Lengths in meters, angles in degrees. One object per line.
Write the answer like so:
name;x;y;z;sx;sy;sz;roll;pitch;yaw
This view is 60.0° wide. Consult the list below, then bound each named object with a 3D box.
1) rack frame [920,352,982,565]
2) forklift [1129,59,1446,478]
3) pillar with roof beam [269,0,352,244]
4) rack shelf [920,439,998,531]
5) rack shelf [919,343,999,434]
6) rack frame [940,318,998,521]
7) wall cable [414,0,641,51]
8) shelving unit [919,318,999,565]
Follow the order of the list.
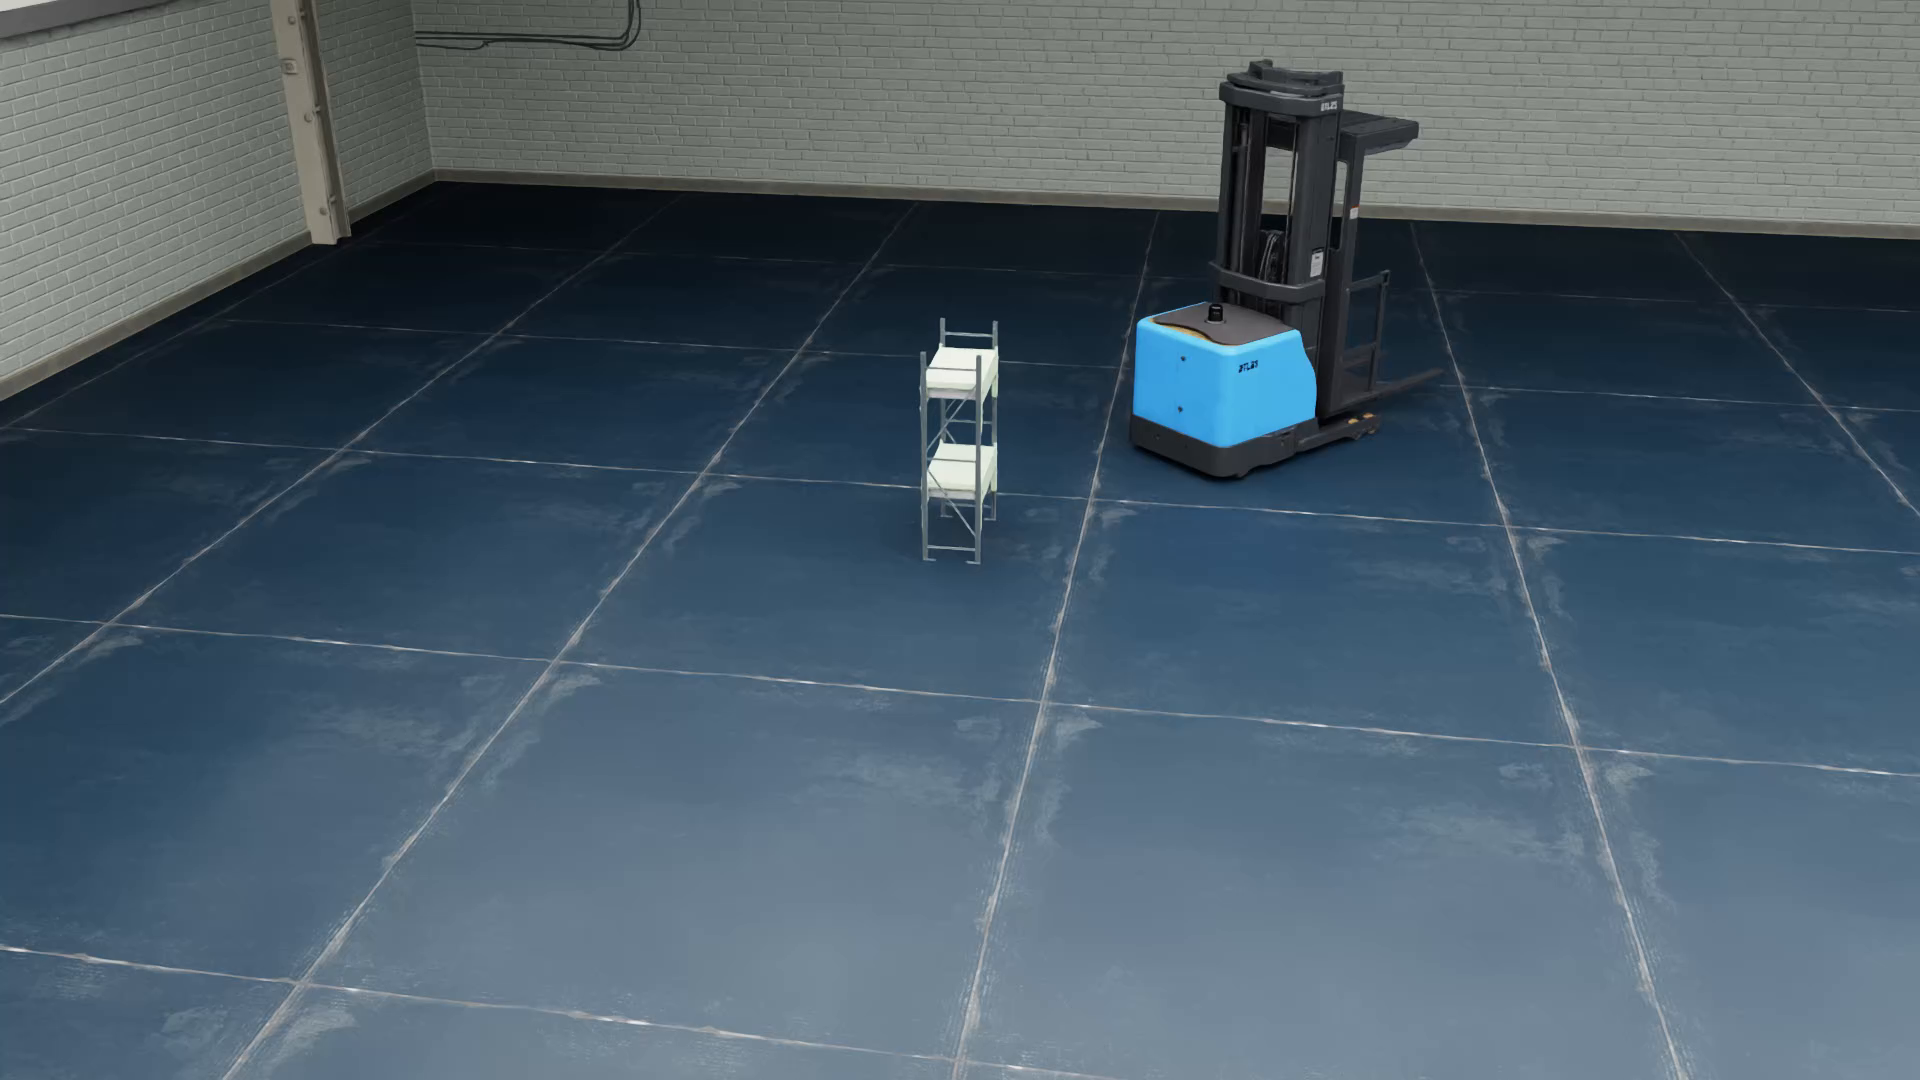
rack frame;-0.059;-0.529;11.111;0.400;1.500;0.023;4;25;9
forklift;2.817;-2.299;13.203;3.031;2.935;1.130;-19;31;-35
pillar with roof beam;-2.993;-7.238;16.597;9.100;9.000;0.400;4;25;9
rack shelf;0.001;-0.387;11.576;0.431;0.370;0.720;4;25;9
rack shelf;0.001;-1.036;11.273;0.431;0.370;0.720;4;25;9
rack frame;0.061;-0.835;11.765;0.400;1.500;0.023;4;25;9
wall cable;-5.455;-7.270;20.329;3.097;2.526;0.112;4;25;9
shelving unit;0.001;-0.682;11.438;0.431;1.500;0.755;4;25;9
